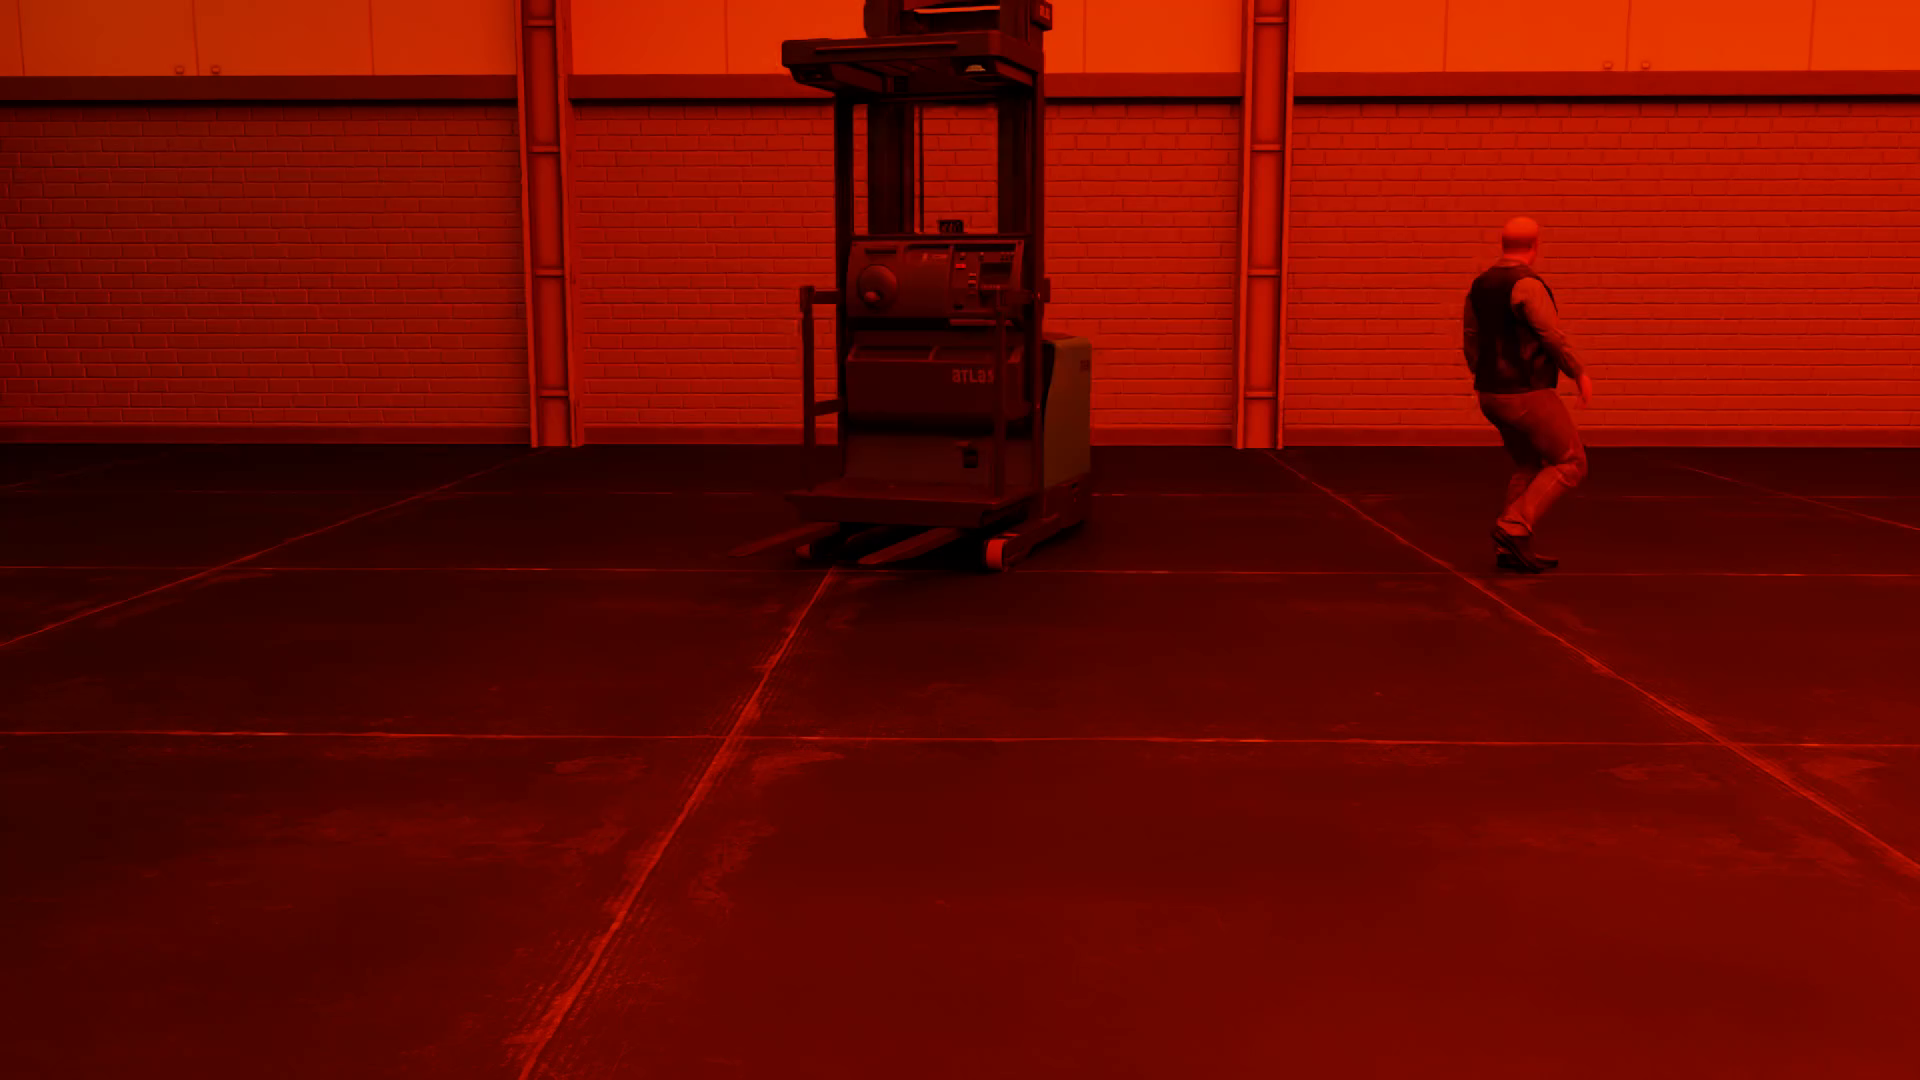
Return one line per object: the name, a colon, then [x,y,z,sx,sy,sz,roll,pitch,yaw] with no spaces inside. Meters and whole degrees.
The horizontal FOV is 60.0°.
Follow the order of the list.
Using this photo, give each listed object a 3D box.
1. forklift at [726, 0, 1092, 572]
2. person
forklift: [-0.195,-1.362,8.209,1.130,2.935,3.031,3,9,19]
person: [2.714,-0.700,8.023,0.481,1.688,0.760,-1,9,-5]
